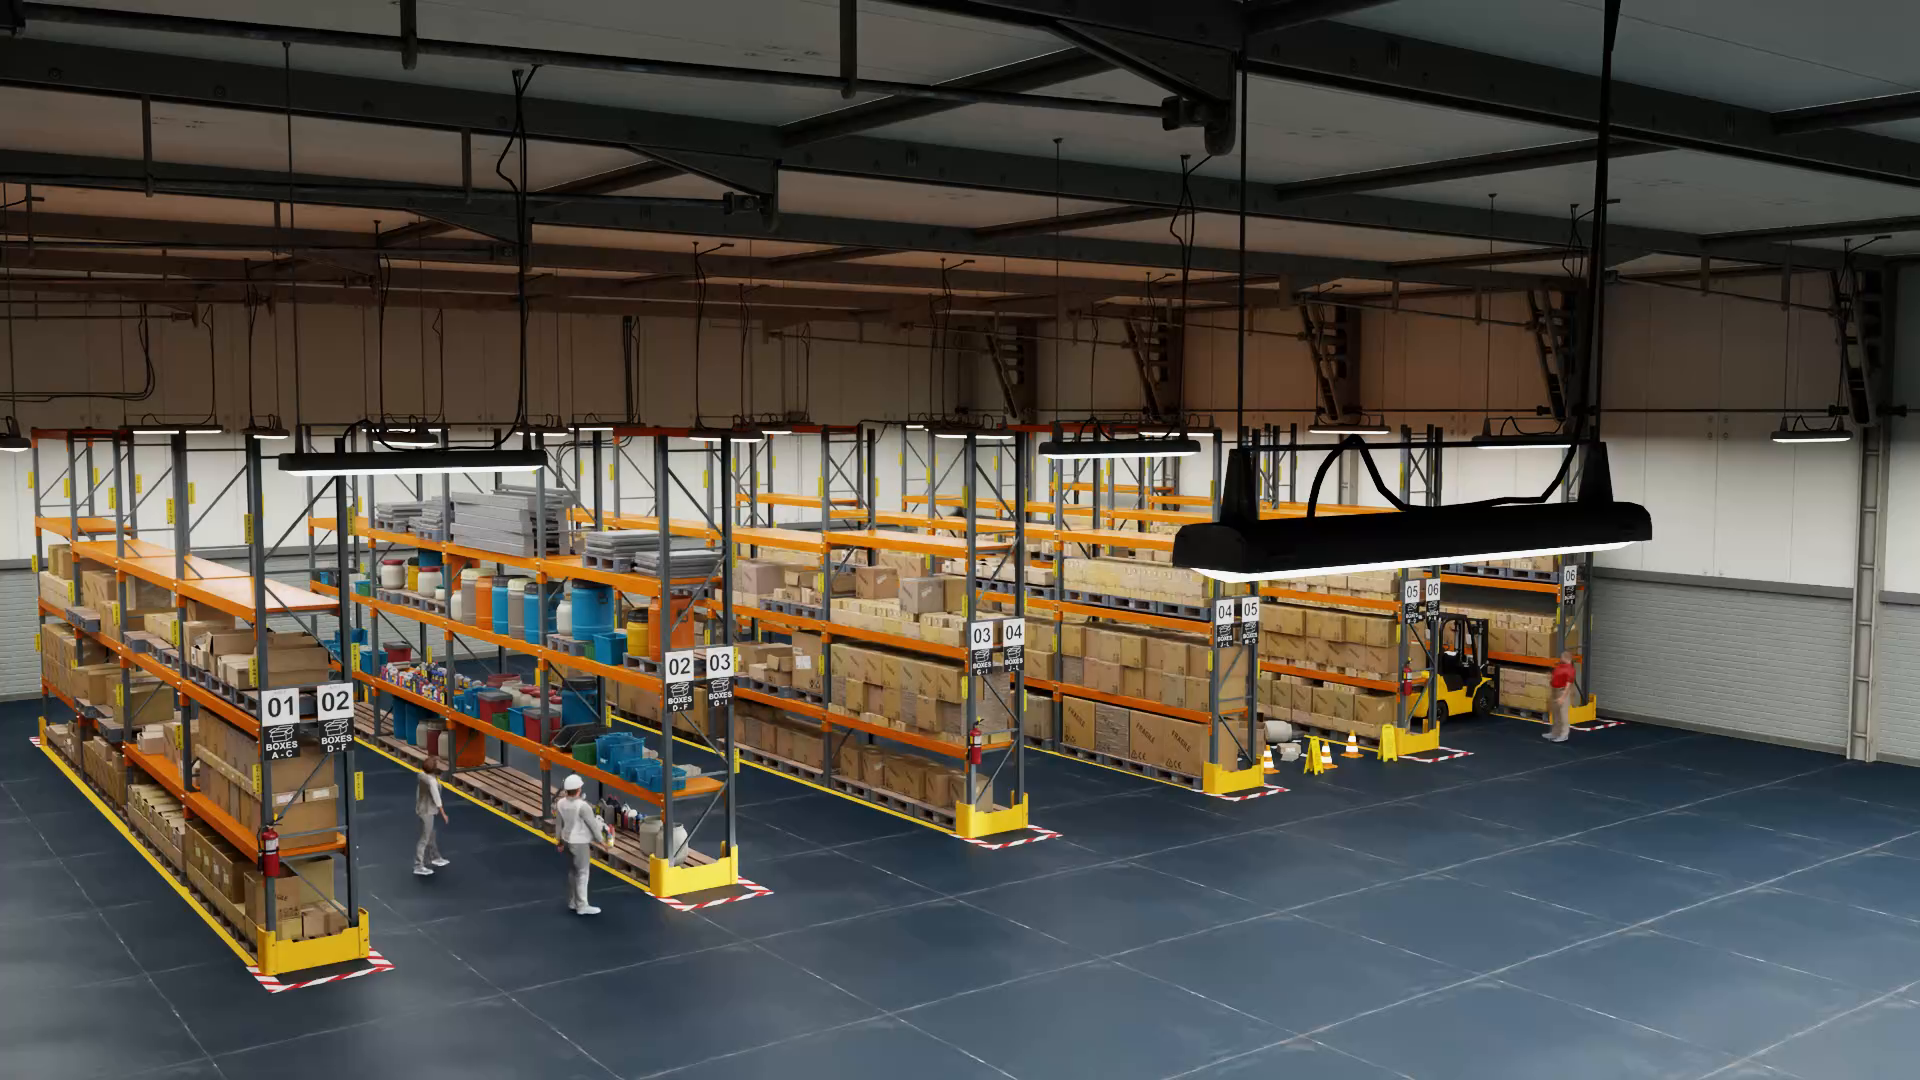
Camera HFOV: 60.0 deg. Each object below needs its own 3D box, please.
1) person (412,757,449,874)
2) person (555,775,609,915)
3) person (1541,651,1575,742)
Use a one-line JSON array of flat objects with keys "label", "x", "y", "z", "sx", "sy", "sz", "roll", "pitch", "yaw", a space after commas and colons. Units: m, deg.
[{"label": "person", "x": -7.259, "y": 3.754, "z": 22.794, "sx": 0.578, "sy": 1.586, "sz": 0.557, "roll": -3, "pitch": 5, "yaw": -30}, {"label": "person", "x": -4.762, "y": 3.822, "z": 20.900, "sx": 0.560, "sy": 1.805, "sz": 0.607, "roll": -3, "pitch": 6, "yaw": -37}, {"label": "person", "x": 11.448, "y": 2.971, "z": 31.830, "sx": 0.409, "sy": 1.721, "sz": 0.655, "roll": -2, "pitch": 5, "yaw": -19}]
